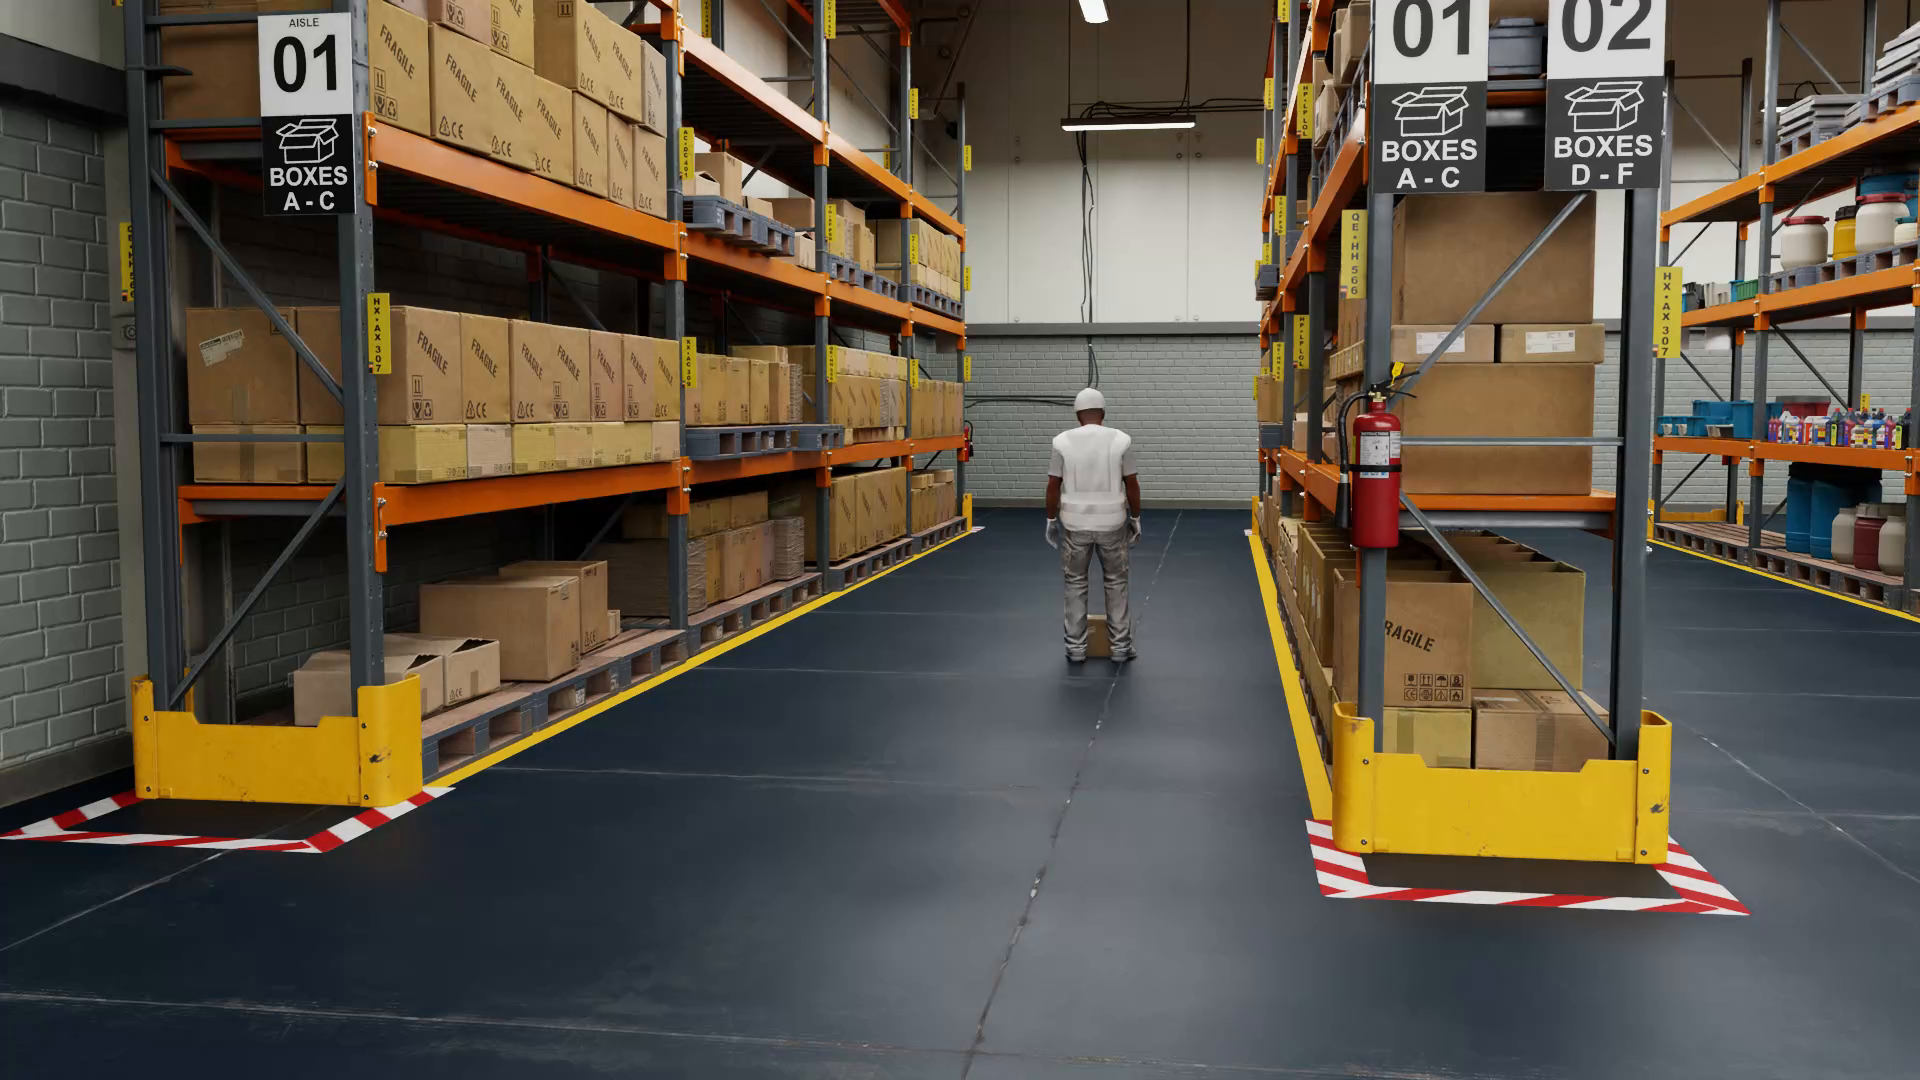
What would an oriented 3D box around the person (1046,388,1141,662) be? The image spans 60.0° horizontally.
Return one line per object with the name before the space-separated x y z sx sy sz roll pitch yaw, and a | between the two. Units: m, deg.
person | 0.869 -0.101 10.830 0.622 1.773 0.450 0 4 5
